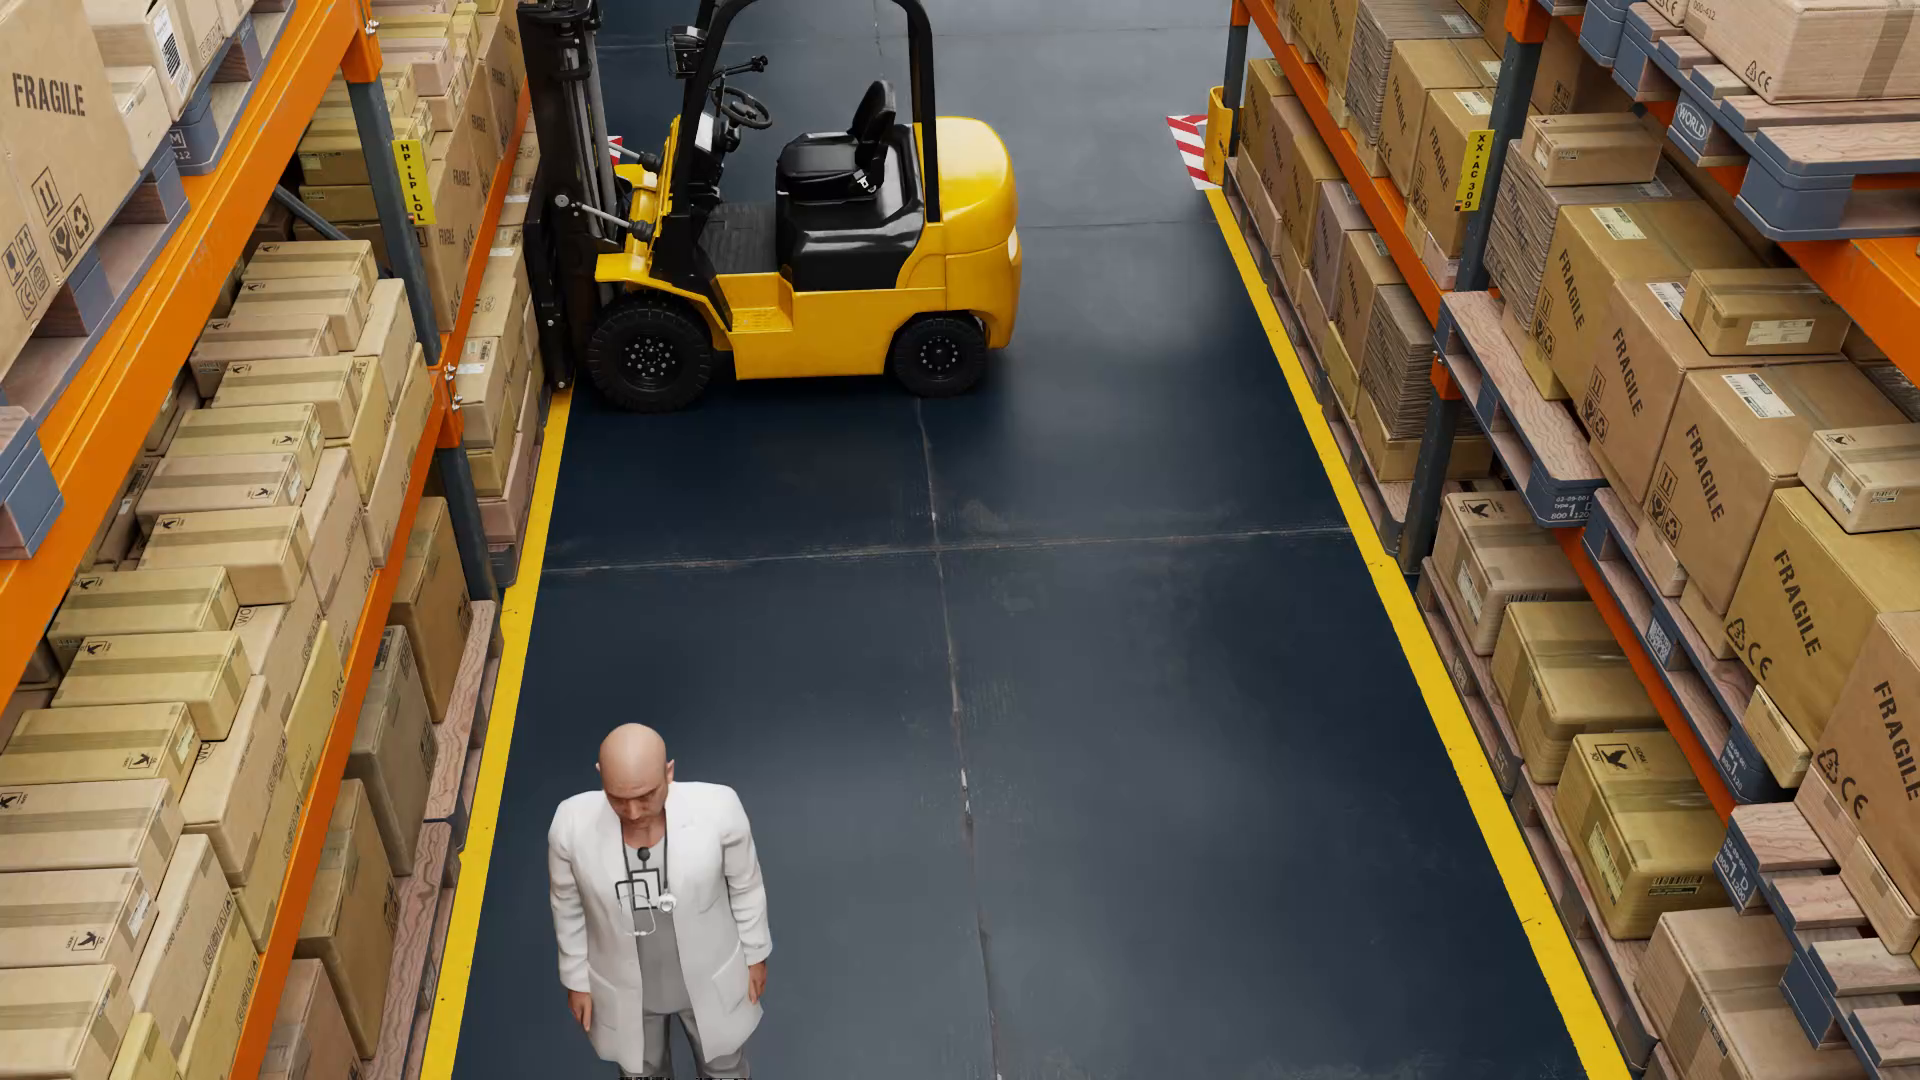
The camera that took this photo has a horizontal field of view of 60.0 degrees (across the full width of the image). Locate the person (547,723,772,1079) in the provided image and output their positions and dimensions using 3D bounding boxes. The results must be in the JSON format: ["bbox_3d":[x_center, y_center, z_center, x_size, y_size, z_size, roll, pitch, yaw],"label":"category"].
[{"bbox_3d":[-0.813,1.226,4.648,0.587,1.826,0.490,-5,39,-7],"label":"person"}]
